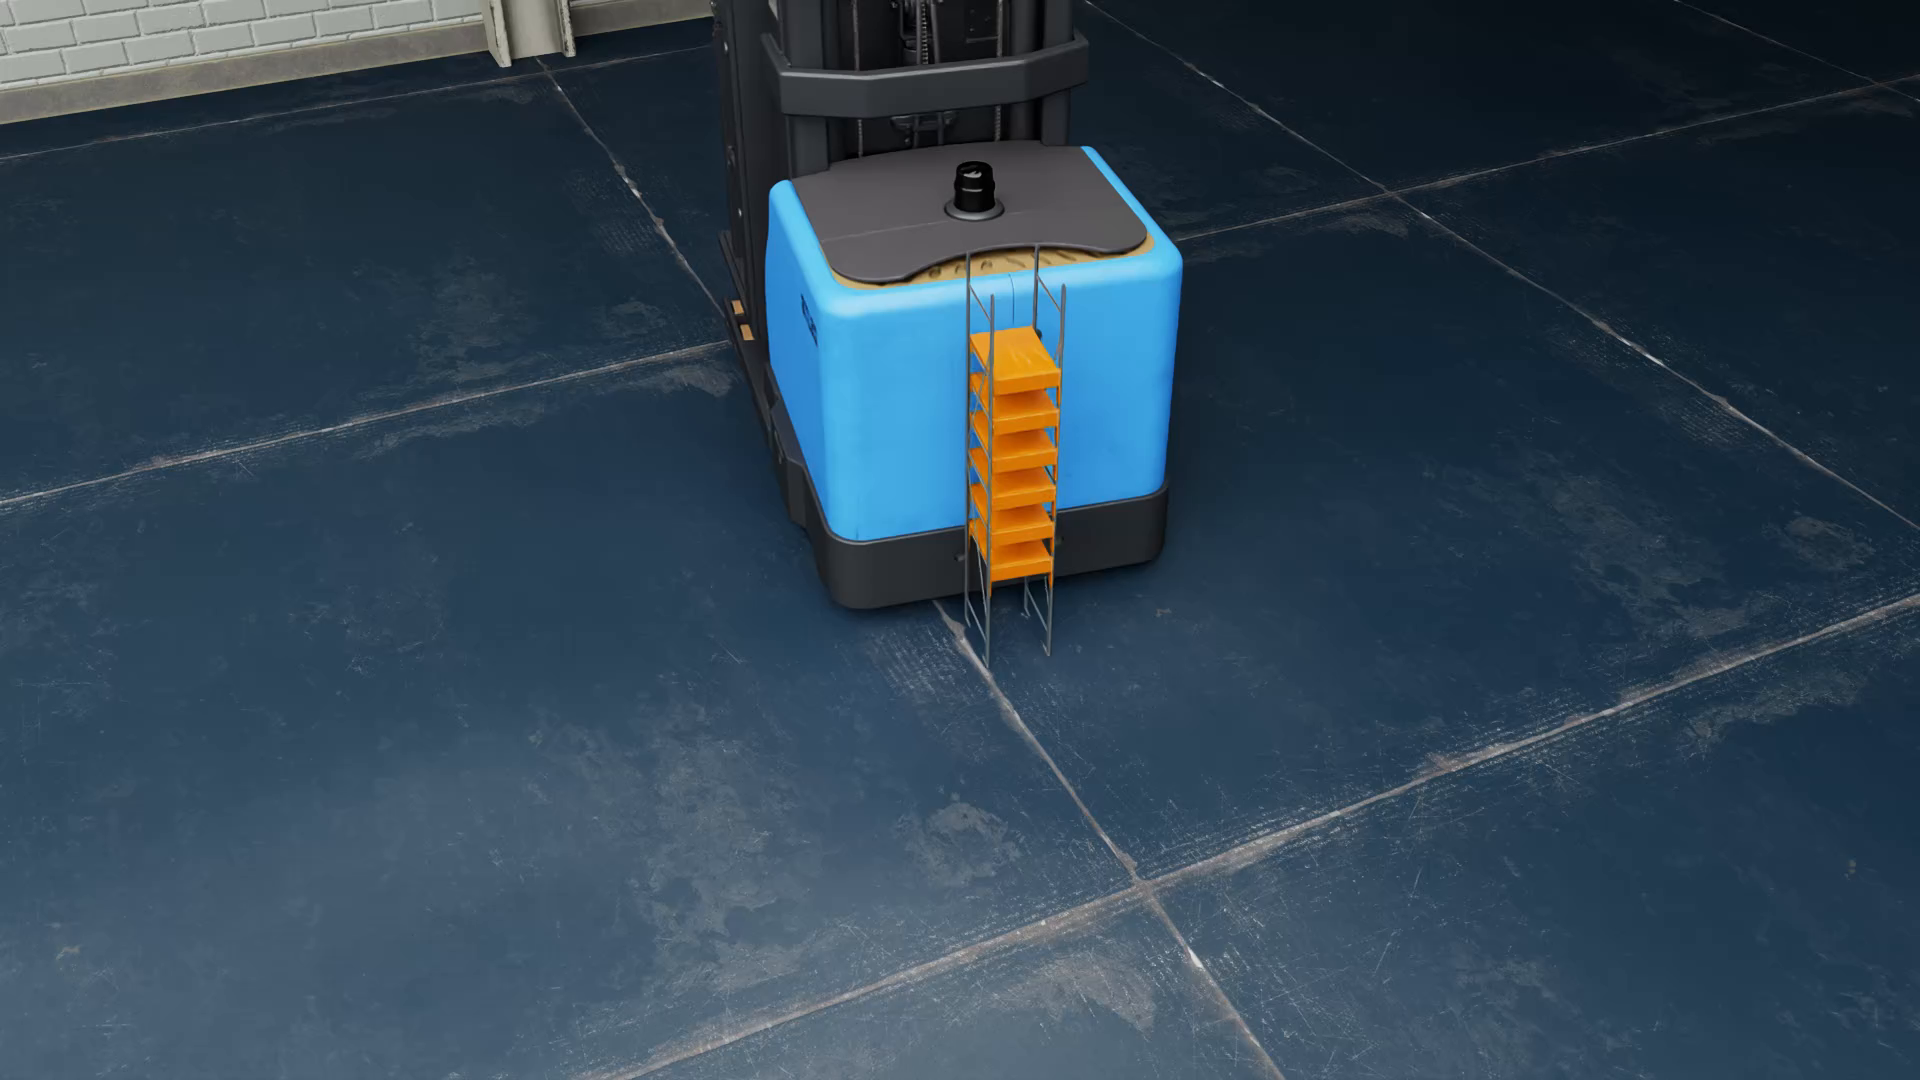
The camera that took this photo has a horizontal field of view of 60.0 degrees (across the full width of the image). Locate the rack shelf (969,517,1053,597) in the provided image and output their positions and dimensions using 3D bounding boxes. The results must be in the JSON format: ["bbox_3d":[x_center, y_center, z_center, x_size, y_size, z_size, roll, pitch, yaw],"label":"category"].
[{"bbox_3d":[0.137,0.032,4.676,0.180,0.103,0.258,-9,38,-12],"label":"rack shelf"}]

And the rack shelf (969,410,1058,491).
[{"bbox_3d":[0.137,-0.256,4.459,0.180,0.103,0.258,-9,38,-12],"label":"rack shelf"}]

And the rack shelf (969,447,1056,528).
[{"bbox_3d":[0.137,-0.160,4.531,0.180,0.103,0.258,-9,38,-12],"label":"rack shelf"}]

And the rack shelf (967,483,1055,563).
[{"bbox_3d":[0.137,-0.064,4.604,0.180,0.103,0.258,-9,38,-12],"label":"rack shelf"}]

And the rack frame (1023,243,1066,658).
[{"bbox_3d":[0.225,-0.210,4.524,0.006,1.200,0.240,-9,38,-12],"label":"rack frame"}]

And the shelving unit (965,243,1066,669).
[{"bbox_3d":[0.137,-0.195,4.505,0.189,1.200,0.258,-9,38,-12],"label":"shelving unit"}]

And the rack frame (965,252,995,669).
[{"bbox_3d":[0.049,-0.181,4.485,0.006,1.200,0.240,-9,38,-12],"label":"rack frame"}]

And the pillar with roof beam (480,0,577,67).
[{"bbox_3d":[-0.407,-3.845,2.880,0.400,9.000,9.100,-16,39,-20],"label":"pillar with roof beam"}]

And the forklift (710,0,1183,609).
[{"bbox_3d":[-0.256,-1.854,5.289,1.130,2.935,3.031,-9,38,-12],"label":"forklift"}]

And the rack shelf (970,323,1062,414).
[{"bbox_3d":[0.138,-0.448,4.315,0.180,0.103,0.258,-9,38,-12],"label":"rack shelf"}]

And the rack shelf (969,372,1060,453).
[{"bbox_3d":[0.137,-0.352,4.387,0.180,0.103,0.258,-9,38,-12],"label":"rack shelf"}]
